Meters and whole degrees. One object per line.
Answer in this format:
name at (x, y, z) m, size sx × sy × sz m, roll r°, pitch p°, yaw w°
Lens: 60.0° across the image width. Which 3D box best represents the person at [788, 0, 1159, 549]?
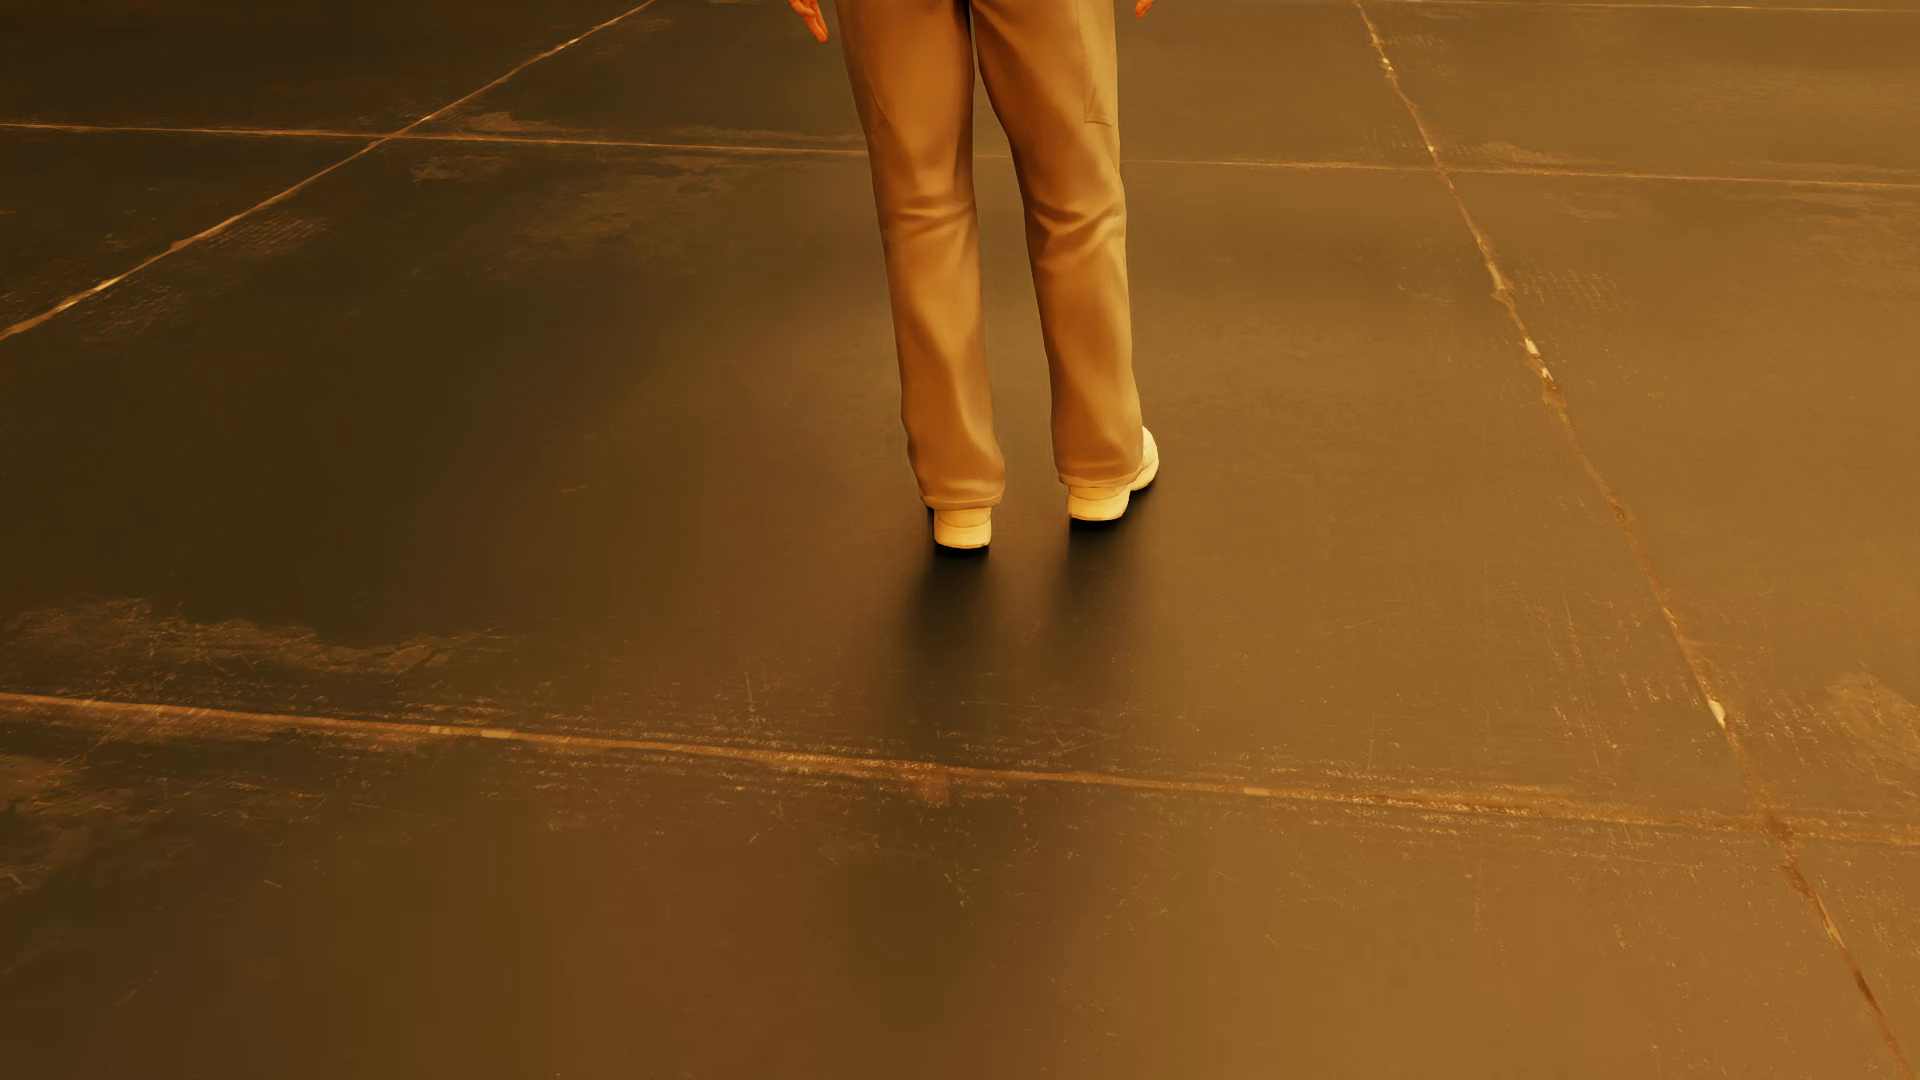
person at (0.024, -0.788, 2.187) m, size 0.549 × 1.673 × 0.548 m, roll 3°, pitch 27°, yaw 7°
